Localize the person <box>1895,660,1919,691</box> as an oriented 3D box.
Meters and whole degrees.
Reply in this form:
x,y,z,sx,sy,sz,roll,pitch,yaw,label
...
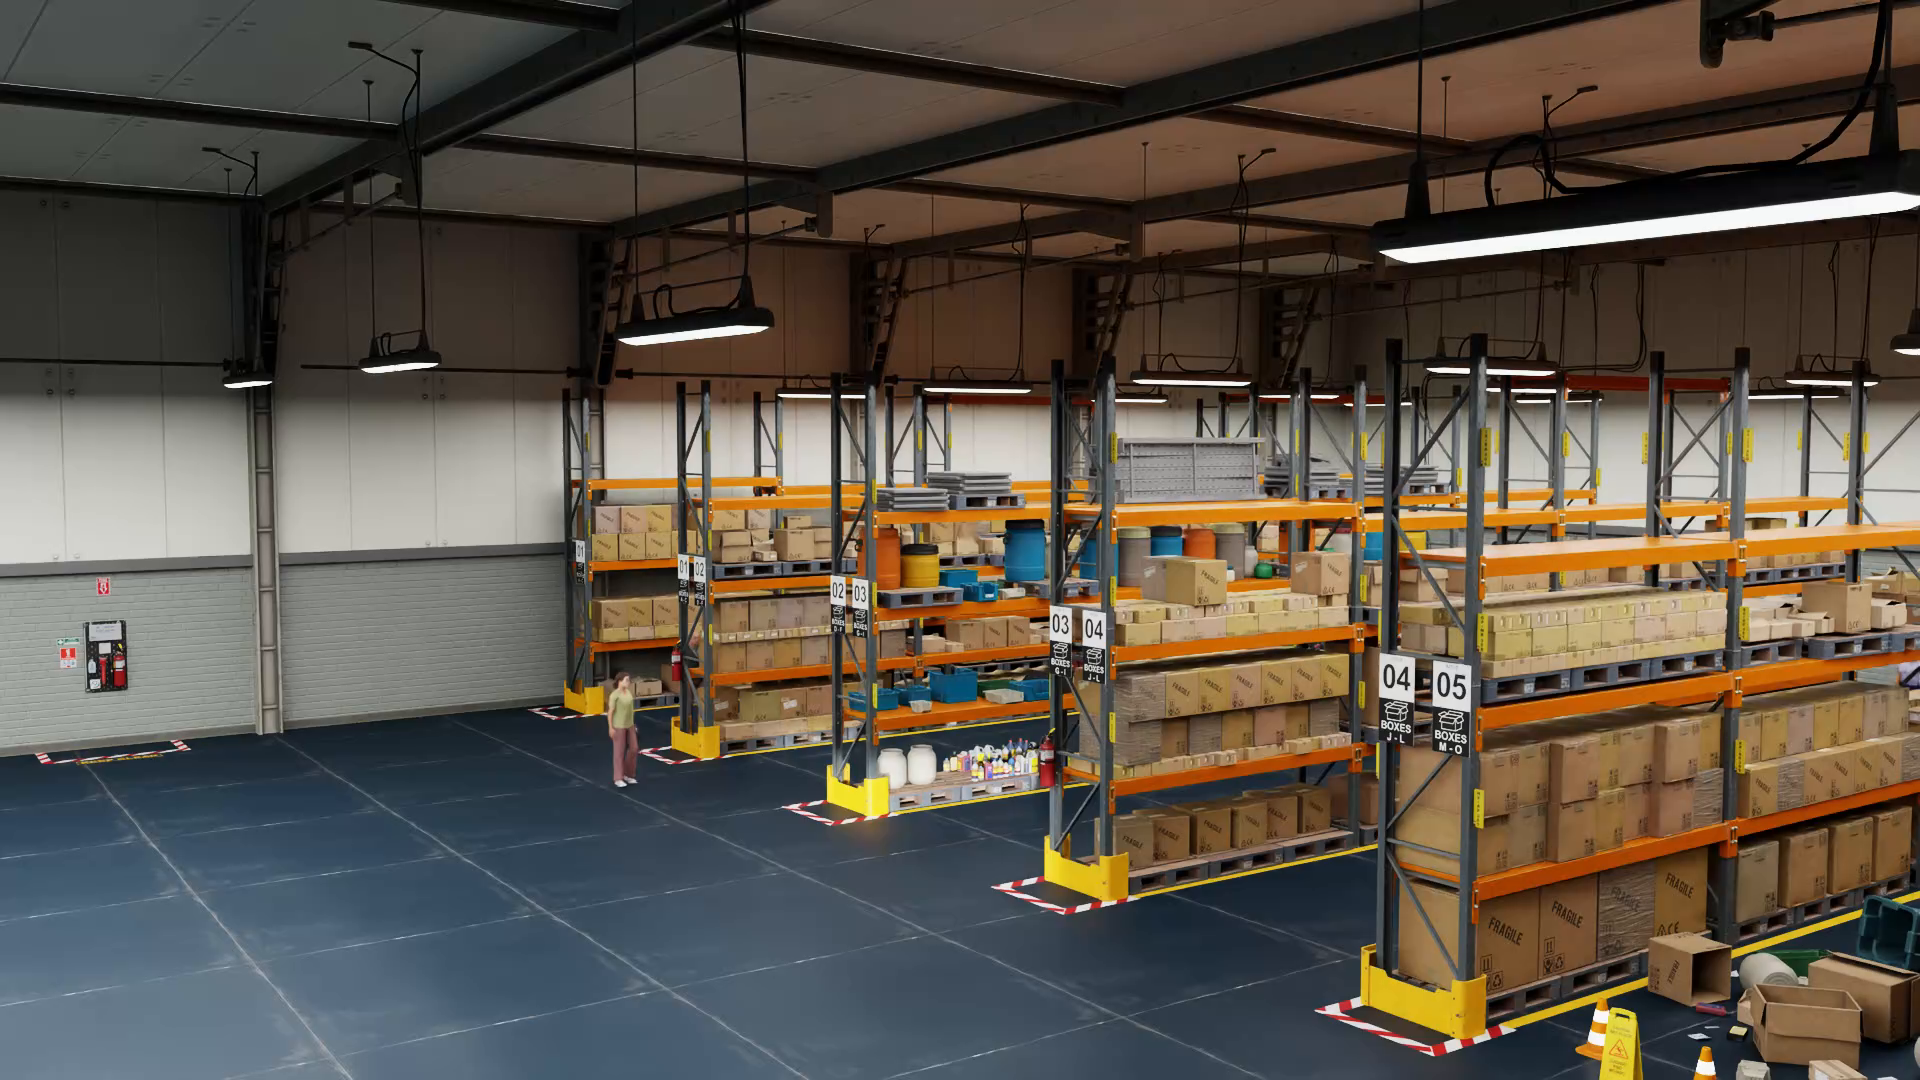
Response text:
x,y,z,sx,sy,sz,roll,pitch,yaw,label
16.078,2.557,28.071,0.572,1.600,0.908,2,4,24,person

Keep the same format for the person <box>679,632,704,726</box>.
x,y,z,sx,sy,sz,roll,pitch,yaw,label
-4.623,2.492,28.876,0.594,1.805,0.373,-3,5,-36,person

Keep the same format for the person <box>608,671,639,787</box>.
x,y,z,sx,sy,sz,roll,pitch,yaw,label
-4.951,2.798,24.455,0.346,1.740,0.537,2,4,29,person
